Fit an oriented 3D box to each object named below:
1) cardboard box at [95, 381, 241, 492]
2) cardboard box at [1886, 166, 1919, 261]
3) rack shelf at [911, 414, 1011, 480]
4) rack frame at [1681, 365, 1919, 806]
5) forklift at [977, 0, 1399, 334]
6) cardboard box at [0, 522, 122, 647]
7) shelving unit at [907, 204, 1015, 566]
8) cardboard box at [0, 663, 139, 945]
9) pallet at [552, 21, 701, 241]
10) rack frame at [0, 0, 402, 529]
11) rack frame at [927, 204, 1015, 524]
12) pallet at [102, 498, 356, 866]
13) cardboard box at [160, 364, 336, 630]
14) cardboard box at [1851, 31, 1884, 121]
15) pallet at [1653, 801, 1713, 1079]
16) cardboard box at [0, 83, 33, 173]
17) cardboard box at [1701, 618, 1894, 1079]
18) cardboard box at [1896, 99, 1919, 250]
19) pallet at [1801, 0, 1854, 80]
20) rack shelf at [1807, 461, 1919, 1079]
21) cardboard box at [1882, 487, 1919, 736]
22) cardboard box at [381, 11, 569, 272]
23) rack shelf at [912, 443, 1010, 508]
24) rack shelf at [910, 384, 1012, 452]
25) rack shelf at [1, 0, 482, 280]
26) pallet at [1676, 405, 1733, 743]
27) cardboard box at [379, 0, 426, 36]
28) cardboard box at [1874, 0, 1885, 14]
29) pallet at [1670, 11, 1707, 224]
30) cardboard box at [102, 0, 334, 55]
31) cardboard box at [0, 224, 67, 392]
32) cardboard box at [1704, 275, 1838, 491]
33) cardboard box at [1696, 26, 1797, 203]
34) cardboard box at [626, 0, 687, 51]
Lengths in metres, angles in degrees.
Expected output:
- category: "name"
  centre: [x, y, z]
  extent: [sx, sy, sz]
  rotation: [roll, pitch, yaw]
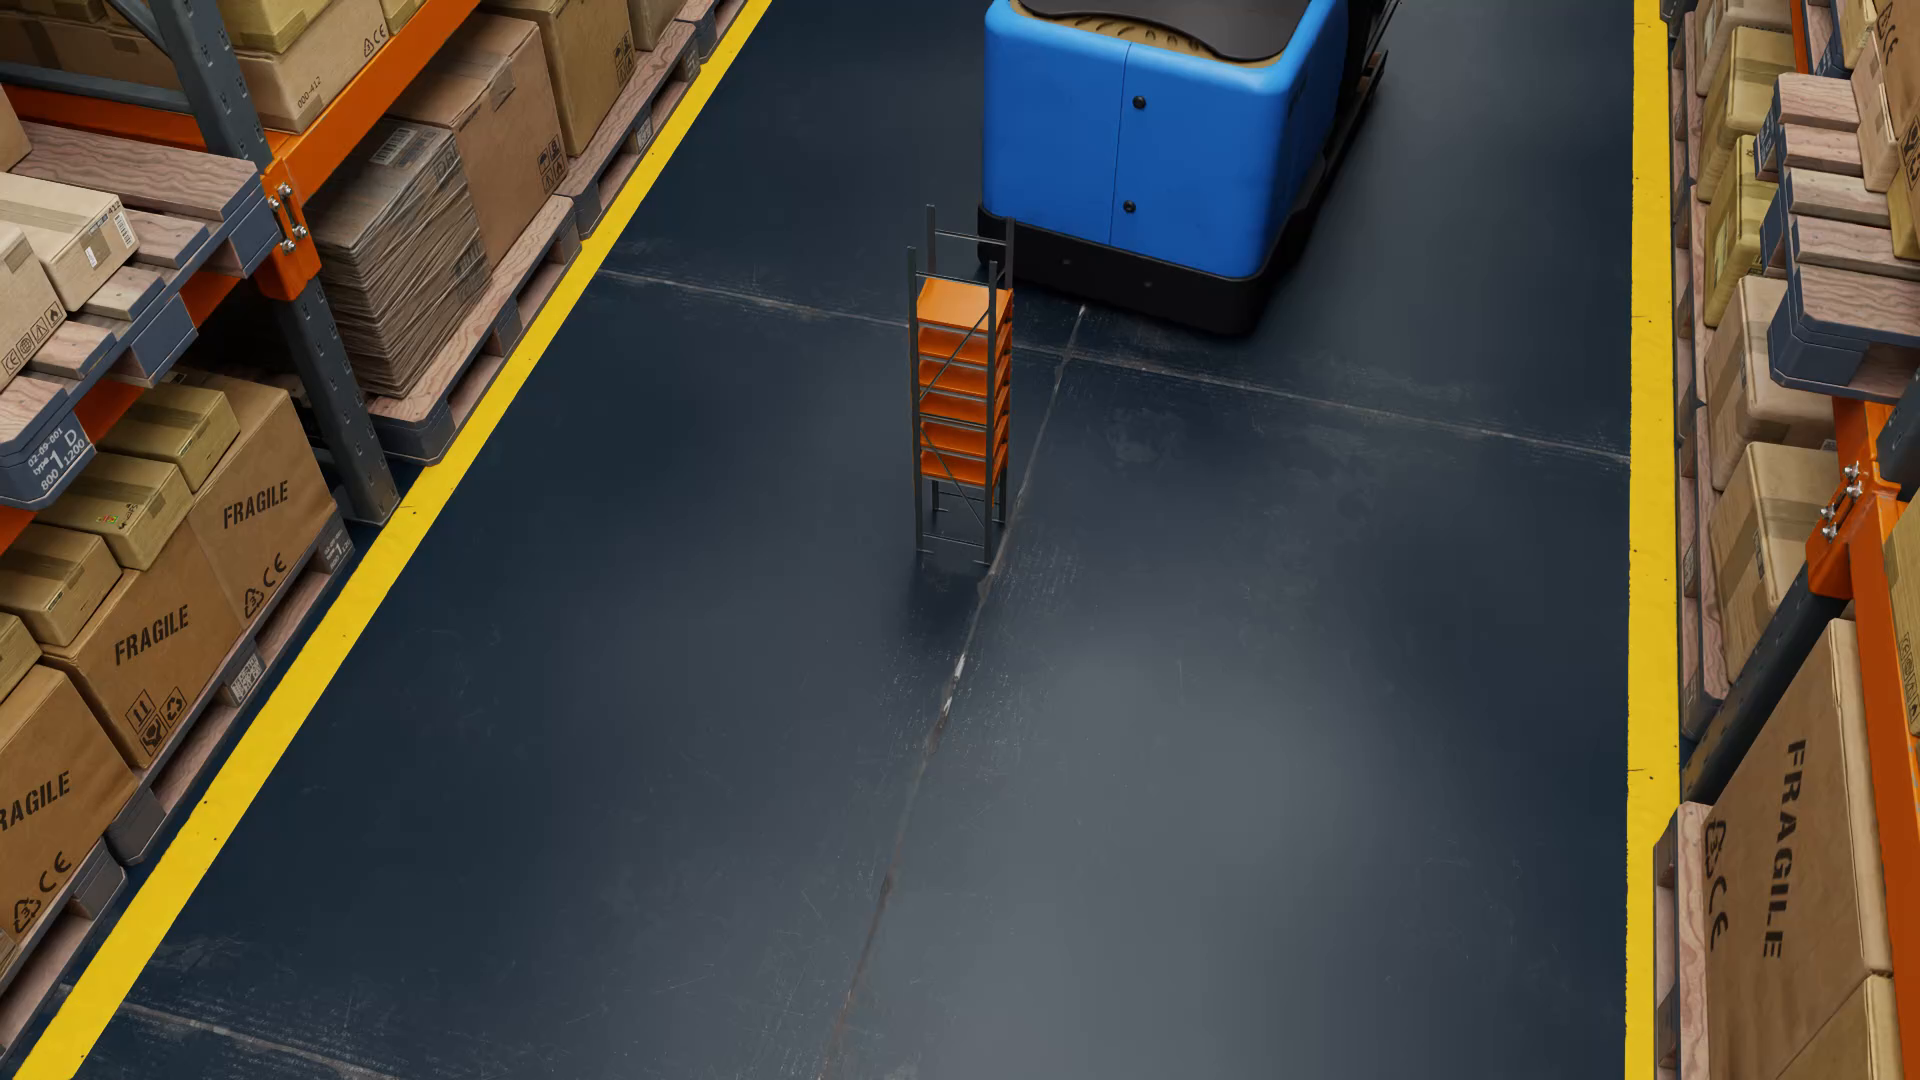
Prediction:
- category: "cardboard box"
  centre: [-2.183, -0.292, 4.461]
  extent: [0.380, 0.149, 0.250]
  rotation: [9, 49, 8]
- category: "cardboard box"
  centre: [2.352, -0.743, 3.793]
  extent: [0.380, 0.149, 0.250]
  rotation: [12, 50, 11]
- category: "rack shelf"
  centre: [0.004, -0.299, 4.933]
  extent: [0.258, 0.103, 0.180]
  rotation: [12, 50, 10]
- category: "rack frame"
  centre: [2.492, -0.196, 3.422]
  extent: [1.000, 3.000, 0.127]
  rotation: [12, 50, 10]
- category: "forklift"
  centre: [1.112, -2.810, 5.775]
  extent: [1.130, 2.935, 3.031]
  rotation: [18, 51, 15]
- category: "cardboard box"
  centre: [-2.337, 0.093, 4.121]
  extent: [0.380, 0.149, 0.250]
  rotation: [10, 49, 9]
- category: "shelving unit"
  centre: [0.004, -0.407, 4.809]
  extent: [0.258, 1.200, 0.189]
  rotation: [12, 50, 10]
- category: "cardboard box"
  centre: [-2.479, 0.603, 4.104]
  extent: [0.500, 0.500, 0.500]
  rotation: [14, 50, 12]
- category: "pallet"
  centre: [-1.720, -1.717, 6.625]
  extent: [1.003, 0.211, 1.213]
  rotation: [12, 50, 10]
- category: "rack frame"
  centre: [-2.298, -1.173, 4.284]
  extent: [1.000, 3.000, 0.127]
  rotation: [12, 50, 10]
- category: "rack frame"
  centre: [0.028, -0.474, 4.868]
  extent: [0.240, 1.200, 0.006]
  rotation: [12, 50, 10]
- category: "pallet"
  centre: [-2.531, 0.283, 4.860]
  extent: [1.003, 0.211, 1.213]
  rotation: [12, 50, 10]
- category: "cardboard box"
  centre: [-2.202, -0.136, 4.757]
  extent: [0.500, 0.500, 0.500]
  rotation: [13, 50, 11]
- category: "cardboard box"
  centre: [2.449, -1.115, 4.121]
  extent: [0.380, 0.149, 0.250]
  rotation: [9, 49, 8]
- category: "pallet"
  centre: [2.212, 1.282, 3.978]
  extent: [1.003, 0.211, 1.213]
  rotation: [12, 50, 10]
- category: "cardboard box"
  centre: [-2.584, -1.003, 3.788]
  extent: [0.500, 0.500, 0.500]
  rotation: [14, 50, 12]
- category: "cardboard box"
  centre: [2.230, 0.851, 3.635]
  extent: [0.875, 0.875, 0.875]
  rotation: [11, 50, 10]
- category: "cardboard box"
  centre: [2.343, -0.850, 3.454]
  extent: [0.500, 0.500, 0.500]
  rotation: [10, 49, 9]
- category: "pallet"
  centre: [2.973, -1.572, 4.765]
  extent: [1.003, 0.211, 1.213]
  rotation: [12, 50, 10]
- category: "rack shelf"
  centre: [1.966, 1.489, 2.415]
  extent: [1.077, 0.370, 4.000]
  rotation: [12, 50, 10]
- category: "cardboard box"
  centre: [2.120, 0.158, 3.210]
  extent: [0.500, 0.250, 0.500]
  rotation: [11, 49, 9]
- category: "cardboard box"
  centre: [-1.956, -1.448, 5.832]
  extent: [0.875, 0.625, 0.625]
  rotation: [13, 50, 11]
- category: "rack shelf"
  centre: [0.004, -0.219, 5.023]
  extent: [0.258, 0.103, 0.180]
  rotation: [12, 50, 10]
- category: "rack shelf"
  centre: [0.004, -0.378, 4.843]
  extent: [0.258, 0.103, 0.180]
  rotation: [12, 50, 10]
- category: "rack shelf"
  centre: [-1.771, -2.381, 5.831]
  extent: [1.077, 0.370, 4.000]
  rotation: [12, 50, 10]
- category: "pallet"
  centre: [2.699, 0.162, 4.966]
  extent: [1.003, 0.211, 1.213]
  rotation: [12, 50, 10]
- category: "cardboard box"
  centre: [-1.808, -1.759, 4.901]
  extent: [0.500, 0.250, 0.500]
  rotation: [11, 49, 9]
- category: "cardboard box"
  centre: [2.601, -1.591, 4.109]
  extent: [0.500, 0.500, 0.500]
  rotation: [9, 49, 7]
- category: "pallet"
  centre: [3.341, -1.603, 6.524]
  extent: [1.003, 0.211, 1.213]
  rotation: [12, 50, 10]
- category: "cardboard box"
  centre: [-1.921, -1.556, 4.389]
  extent: [0.500, 0.250, 0.500]
  rotation: [12, 50, 10]
- category: "cardboard box"
  centre: [-2.263, -0.435, 3.453]
  extent: [0.500, 0.250, 0.500]
  rotation: [9, 49, 8]
- category: "cardboard box"
  centre: [2.837, -0.407, 5.081]
  extent: [0.950, 0.372, 0.625]
  rotation: [11, 49, 9]
- category: "cardboard box"
  centre: [3.223, -1.458, 6.009]
  extent: [0.950, 0.372, 0.625]
  rotation: [14, 50, 12]
- category: "cardboard box"
  centre: [-1.583, -2.480, 6.742]
  extent: [0.875, 0.625, 0.625]
  rotation: [11, 50, 10]
